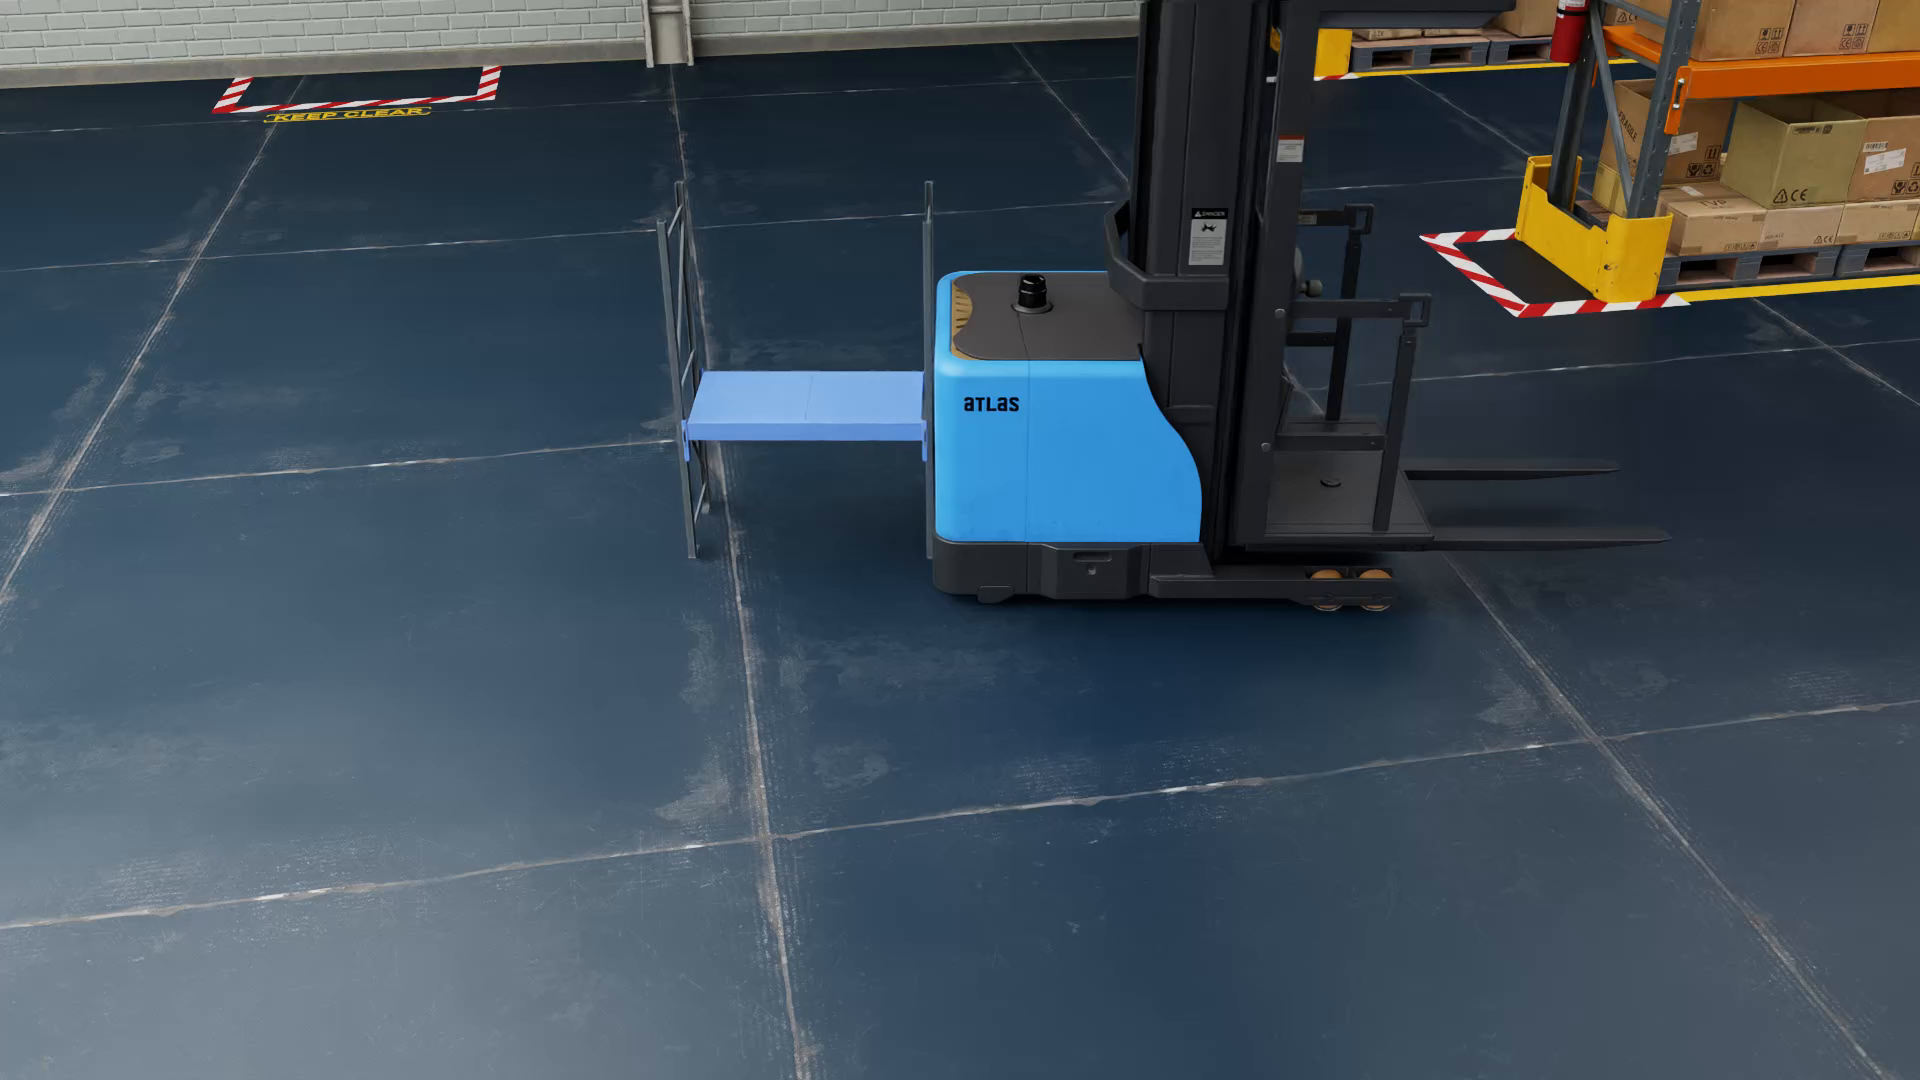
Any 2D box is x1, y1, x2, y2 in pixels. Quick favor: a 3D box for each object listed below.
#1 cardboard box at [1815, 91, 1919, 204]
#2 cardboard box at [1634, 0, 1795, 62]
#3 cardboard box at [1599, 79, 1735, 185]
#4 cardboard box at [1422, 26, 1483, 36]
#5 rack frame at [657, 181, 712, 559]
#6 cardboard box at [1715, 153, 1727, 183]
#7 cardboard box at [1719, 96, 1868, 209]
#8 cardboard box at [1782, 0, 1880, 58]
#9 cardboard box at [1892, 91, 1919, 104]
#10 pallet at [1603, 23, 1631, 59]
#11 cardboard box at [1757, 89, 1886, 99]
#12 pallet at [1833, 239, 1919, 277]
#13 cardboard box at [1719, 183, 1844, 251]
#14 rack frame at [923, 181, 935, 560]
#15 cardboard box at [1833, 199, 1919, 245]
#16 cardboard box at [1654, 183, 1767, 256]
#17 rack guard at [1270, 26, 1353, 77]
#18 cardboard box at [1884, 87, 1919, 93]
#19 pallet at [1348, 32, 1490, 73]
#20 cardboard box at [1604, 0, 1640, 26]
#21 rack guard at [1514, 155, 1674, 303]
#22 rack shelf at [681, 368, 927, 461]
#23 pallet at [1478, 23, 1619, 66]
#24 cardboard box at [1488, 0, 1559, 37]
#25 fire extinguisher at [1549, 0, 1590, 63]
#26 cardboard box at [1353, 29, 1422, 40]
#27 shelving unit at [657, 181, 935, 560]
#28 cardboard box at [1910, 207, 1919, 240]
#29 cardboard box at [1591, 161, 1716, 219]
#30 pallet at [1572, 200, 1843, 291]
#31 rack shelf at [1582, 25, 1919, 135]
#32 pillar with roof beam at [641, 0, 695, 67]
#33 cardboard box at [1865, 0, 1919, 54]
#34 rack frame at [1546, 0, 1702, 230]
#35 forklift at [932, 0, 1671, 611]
[{"bbox_3d":[5.340,-2.316,9.787,0.500,0.500,0.500,-5,31,-9],"label":"cardboard box"},{"bbox_3d":[4.253,-3.039,9.361,0.500,0.500,0.700,-5,31,-9],"label":"cardboard box"},{"bbox_3d":[4.265,-2.476,10.060,0.500,0.500,0.500,-5,31,-9],"label":"cardboard box"},{"bbox_3d":[4.153,-4.530,14.214,0.500,0.311,0.500,-3,31,-5],"label":"cardboard box"},{"bbox_3d":[-1.143,-0.690,6.944,0.032,1.500,0.500,0,30,0],"label":"rack frame"},{"bbox_3d":[4.756,-2.203,10.336,0.500,0.250,0.500,-5,31,-9],"label":"cardboard box"},{"bbox_3d":[4.851,-2.263,9.699,0.500,0.500,0.500,-5,31,-9],"label":"cardboard box"},{"bbox_3d":[4.769,-3.089,9.446,0.500,0.500,0.700,-5,31,-8],"label":"cardboard box"},{"bbox_3d":[5.835,-2.352,9.850,0.500,0.500,0.500,-5,31,-9],"label":"cardboard box"},{"bbox_3d":[6.176,-4.513,14.718,1.213,0.211,1.003,-5,31,-9],"label":"pallet"},{"bbox_3d":[5.246,-2.575,10.228,0.500,0.500,0.500,-5,31,-9],"label":"cardboard box"},{"bbox_3d":[5.734,-1.958,10.372,1.213,0.211,1.003,-5,31,-9],"label":"pallet"},{"bbox_3d":[4.850,-1.941,9.890,0.500,0.250,0.500,-5,31,-9],"label":"cardboard box"},{"bbox_3d":[-0.126,-0.690,6.943,0.032,1.500,0.500,0,30,0],"label":"rack frame"},{"bbox_3d":[5.342,-1.987,9.967,0.500,0.250,0.500,-5,31,-9],"label":"cardboard box"},{"bbox_3d":[4.359,-1.894,9.809,0.500,0.250,0.500,-5,31,-9],"label":"cardboard box"},{"bbox_3d":[2.970,-4.359,14.169,0.348,0.500,1.175,-5,31,-9],"label":"rack guard"},{"bbox_3d":[5.739,-2.620,10.305,0.500,0.500,0.500,-5,31,-9],"label":"cardboard box"},{"bbox_3d":[3.776,-4.291,14.339,1.213,0.211,1.003,-5,31,-9],"label":"pallet"},{"bbox_3d":[5.817,-4.792,14.472,0.500,0.500,0.500,-8,31,-13],"label":"cardboard box"},{"bbox_3d":[3.768,-1.880,9.954,0.348,0.500,1.175,-5,31,-9],"label":"rack guard"},{"bbox_3d":[-0.634,-0.535,7.035,1.000,0.185,0.538,0,30,0],"label":"rack shelf"},{"bbox_3d":[4.973,-4.400,14.525,1.213,0.211,1.003,-5,31,-9],"label":"pallet"},{"bbox_3d":[4.884,-4.654,14.237,0.500,0.500,0.700,-7,31,-12],"label":"cardboard box"},{"bbox_3d":[3.592,-3.147,9.719,0.183,0.674,0.296,-5,31,-9],"label":"fire extinguisher"},{"bbox_3d":[3.592,-4.478,14.125,0.500,0.311,0.500,-9,32,-15],"label":"cardboard box"},{"bbox_3d":[-0.634,-0.690,6.944,1.048,1.500,0.538,0,30,0],"label":"shelving unit"},{"bbox_3d":[5.835,-2.030,10.041,0.500,0.250,0.500,-5,31,-9],"label":"cardboard box"},{"bbox_3d":[4.266,-2.152,10.249,0.500,0.250,0.500,-5,31,-9],"label":"cardboard box"},{"bbox_3d":[4.536,-1.849,10.185,1.213,0.211,1.003,-5,31,-9],"label":"pallet"},{"bbox_3d":[5.759,-2.832,9.817,4.000,0.370,1.077,-5,31,-9],"label":"rack shelf"},{"bbox_3d":[-1.698,-5.816,8.264,0.400,9.000,9.100,-5,31,-9],"label":"pillar with roof beam"},{"bbox_3d":[5.258,-3.132,9.518,0.500,0.500,0.700,-5,31,-9],"label":"cardboard box"},{"bbox_3d":[3.792,-2.960,9.324,0.127,3.000,1.000,-5,31,-9],"label":"rack frame"},{"bbox_3d":[1.405,-1.245,6.476,3.031,2.935,1.130,0,30,0],"label":"forklift"}]
